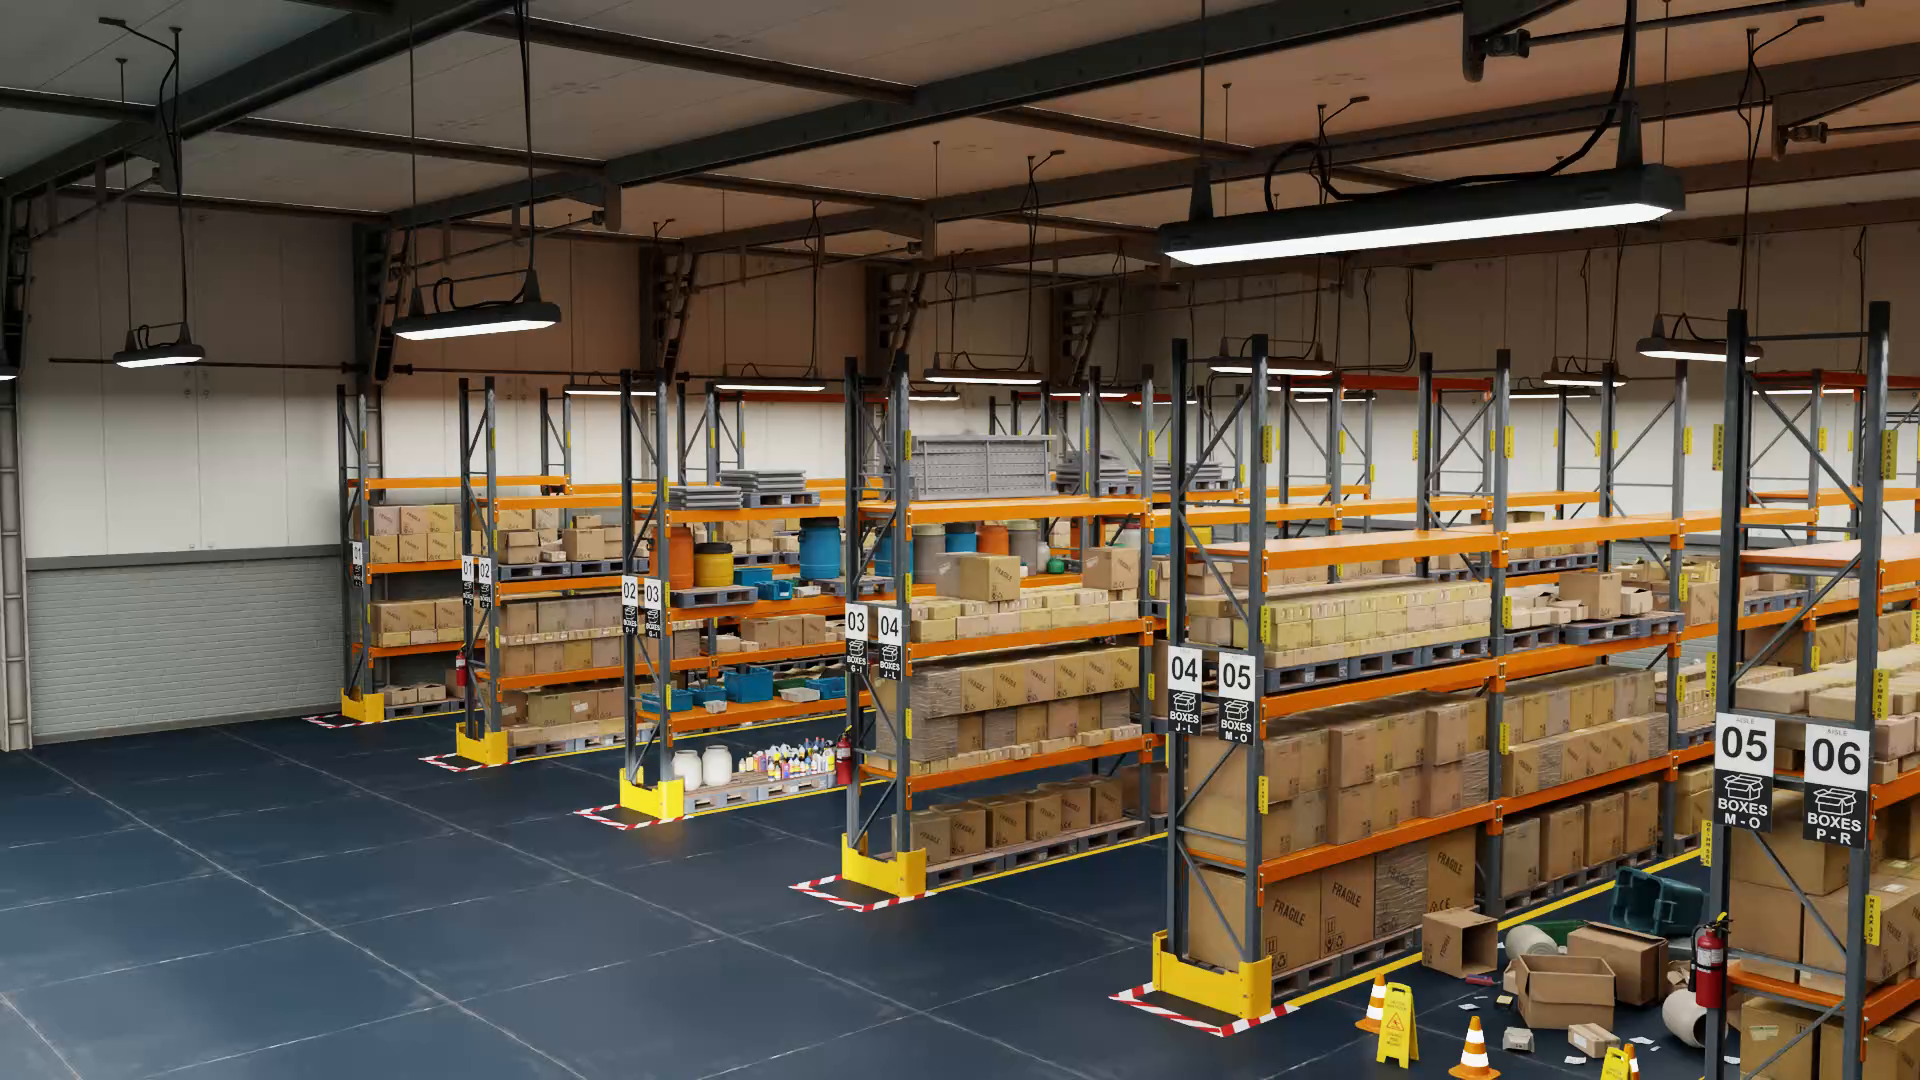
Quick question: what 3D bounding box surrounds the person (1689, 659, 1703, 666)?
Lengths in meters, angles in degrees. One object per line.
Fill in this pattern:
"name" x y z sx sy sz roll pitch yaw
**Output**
"person" 11.501 2.661 25.956 0.671 1.616 0.620 -3 5 -43
